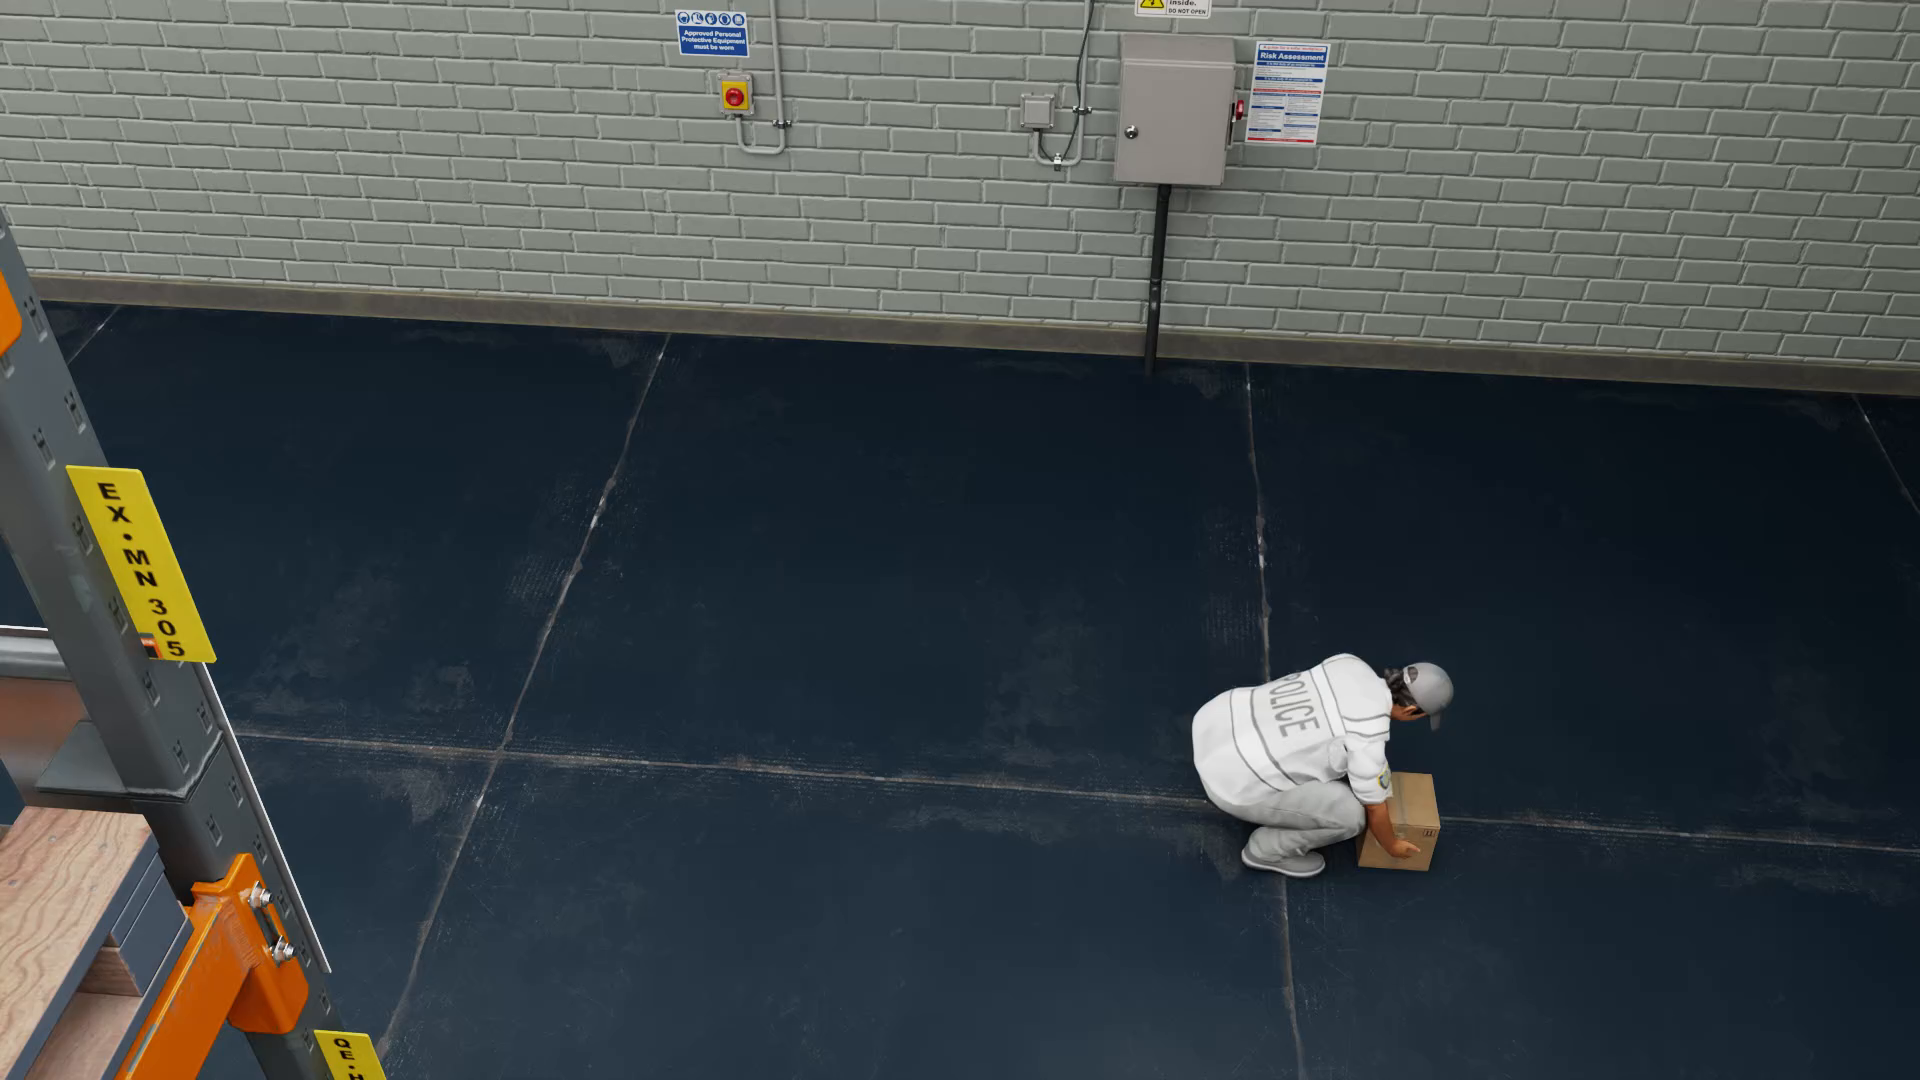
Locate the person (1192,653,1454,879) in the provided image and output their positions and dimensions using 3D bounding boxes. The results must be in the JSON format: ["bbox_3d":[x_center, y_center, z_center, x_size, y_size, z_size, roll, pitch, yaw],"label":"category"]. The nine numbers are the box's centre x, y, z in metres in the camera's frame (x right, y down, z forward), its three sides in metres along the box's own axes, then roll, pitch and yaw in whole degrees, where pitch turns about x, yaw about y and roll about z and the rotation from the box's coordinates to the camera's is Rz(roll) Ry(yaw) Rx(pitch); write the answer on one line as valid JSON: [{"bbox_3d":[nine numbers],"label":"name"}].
[{"bbox_3d":[1.252,0.772,5.882,0.864,0.850,0.515,3,40,4],"label":"person"}]
